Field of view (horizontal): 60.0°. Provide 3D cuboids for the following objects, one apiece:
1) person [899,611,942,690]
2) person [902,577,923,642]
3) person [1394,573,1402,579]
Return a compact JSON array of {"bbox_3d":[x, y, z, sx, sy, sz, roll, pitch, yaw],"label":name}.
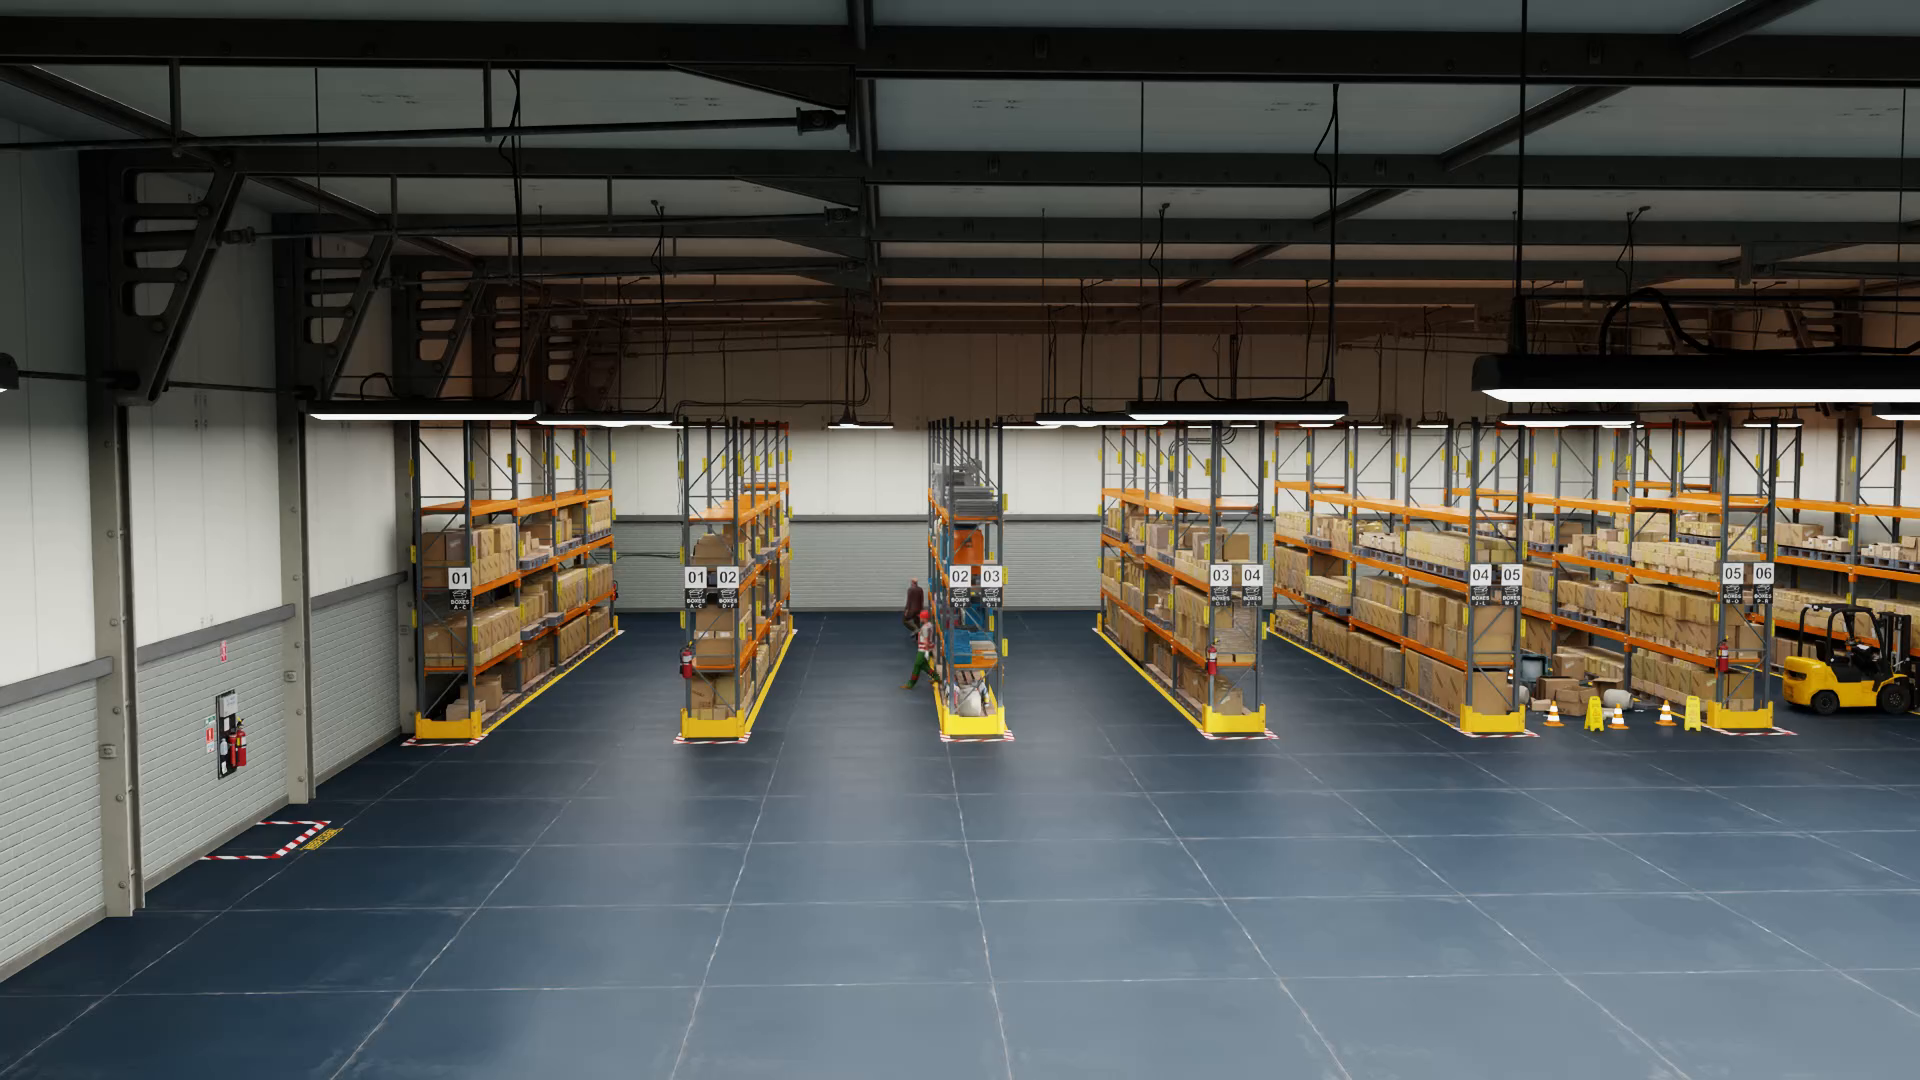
[{"bbox_3d":[-0.845,2.420,36.536,0.905,1.737,0.575,1,4,21],"label":"person"},{"bbox_3d":[-1.221,1.891,45.007,0.601,1.774,0.632,4,5,45],"label":"person"},{"bbox_3d":[13.336,1.564,50.569,0.466,1.679,0.508,-1,4,-18],"label":"person"}]
